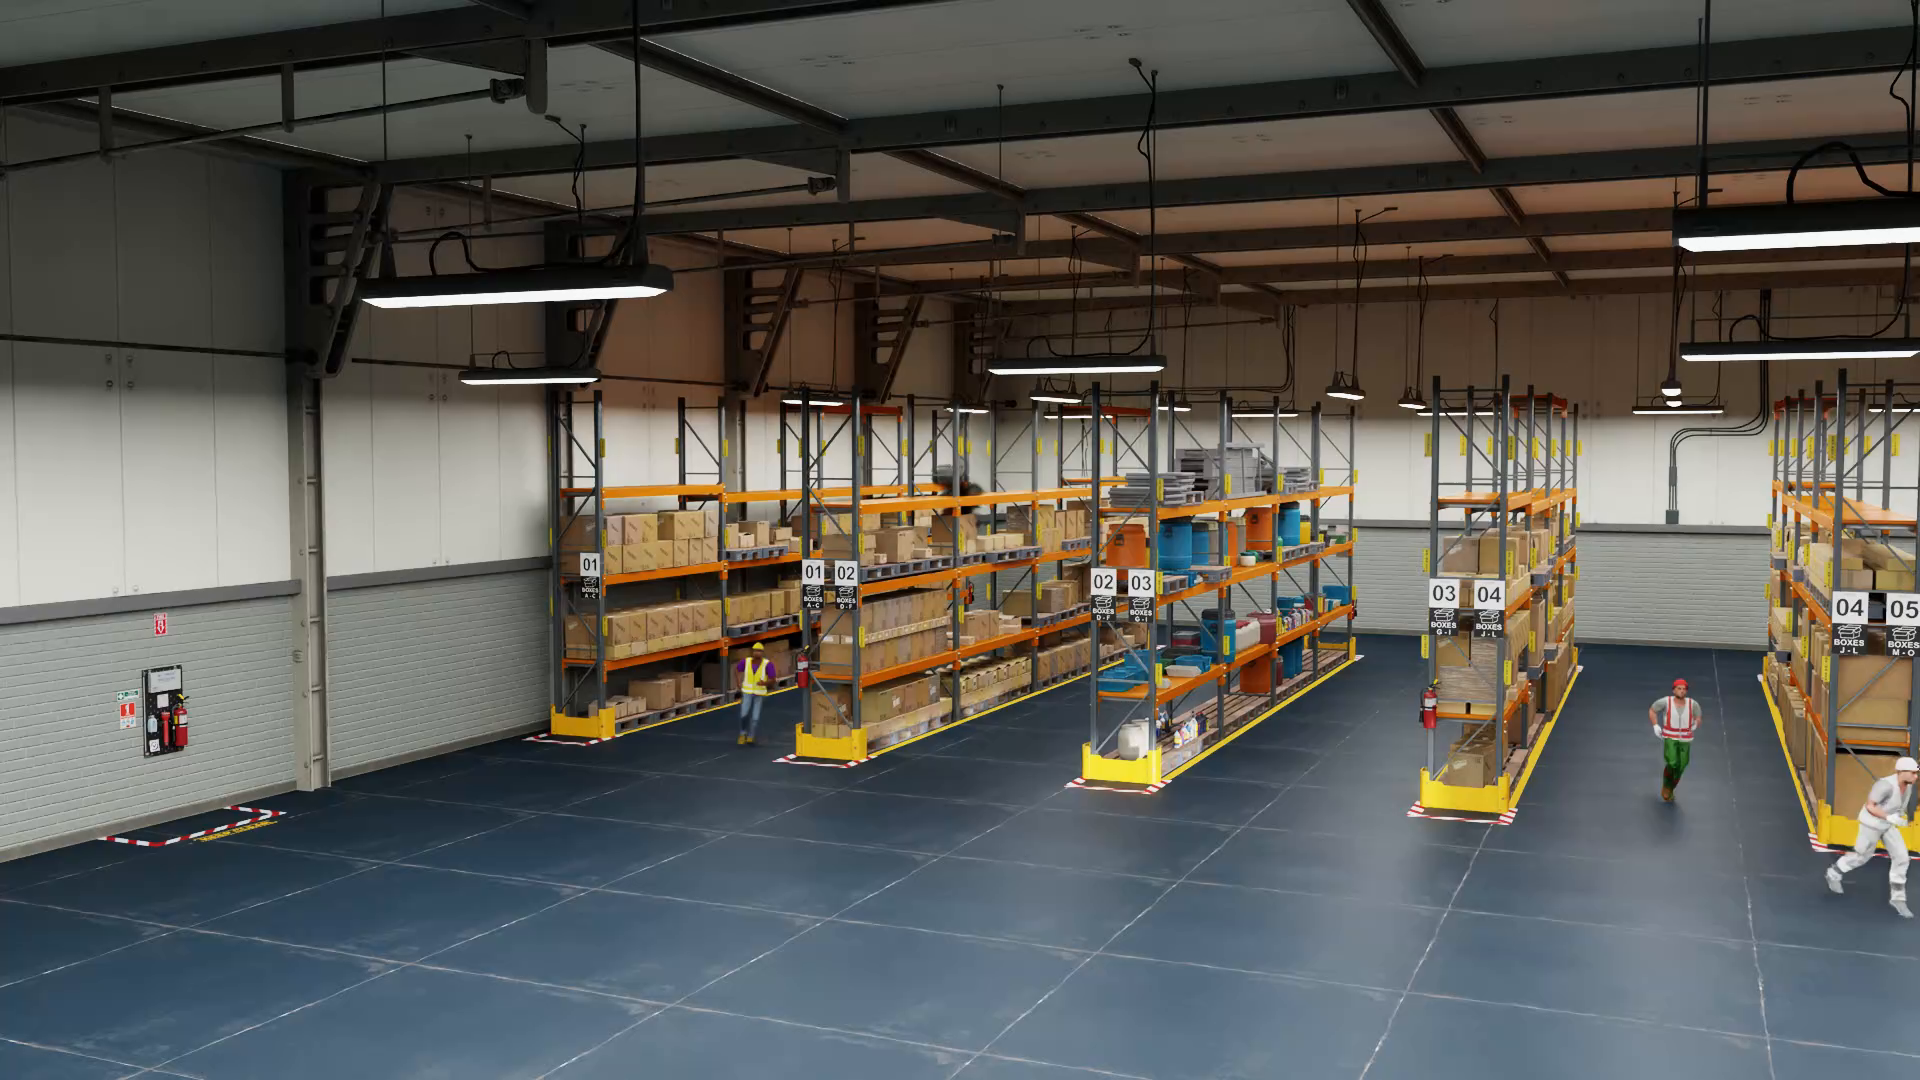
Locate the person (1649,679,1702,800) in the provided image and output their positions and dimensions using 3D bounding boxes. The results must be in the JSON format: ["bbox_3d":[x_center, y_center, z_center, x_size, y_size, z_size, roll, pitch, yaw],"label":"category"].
[{"bbox_3d":[10.103,2.816,23.412,0.650,1.736,0.688,0,3,7],"label":"person"}]

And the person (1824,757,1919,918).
[{"bbox_3d":[9.965,3.170,18.146,0.703,1.731,1.060,-2,4,-30],"label":"person"}]

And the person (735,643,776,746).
[{"bbox_3d":[-3.437,2.593,27.958,0.696,1.744,0.652,0,3,-5],"label":"person"}]
